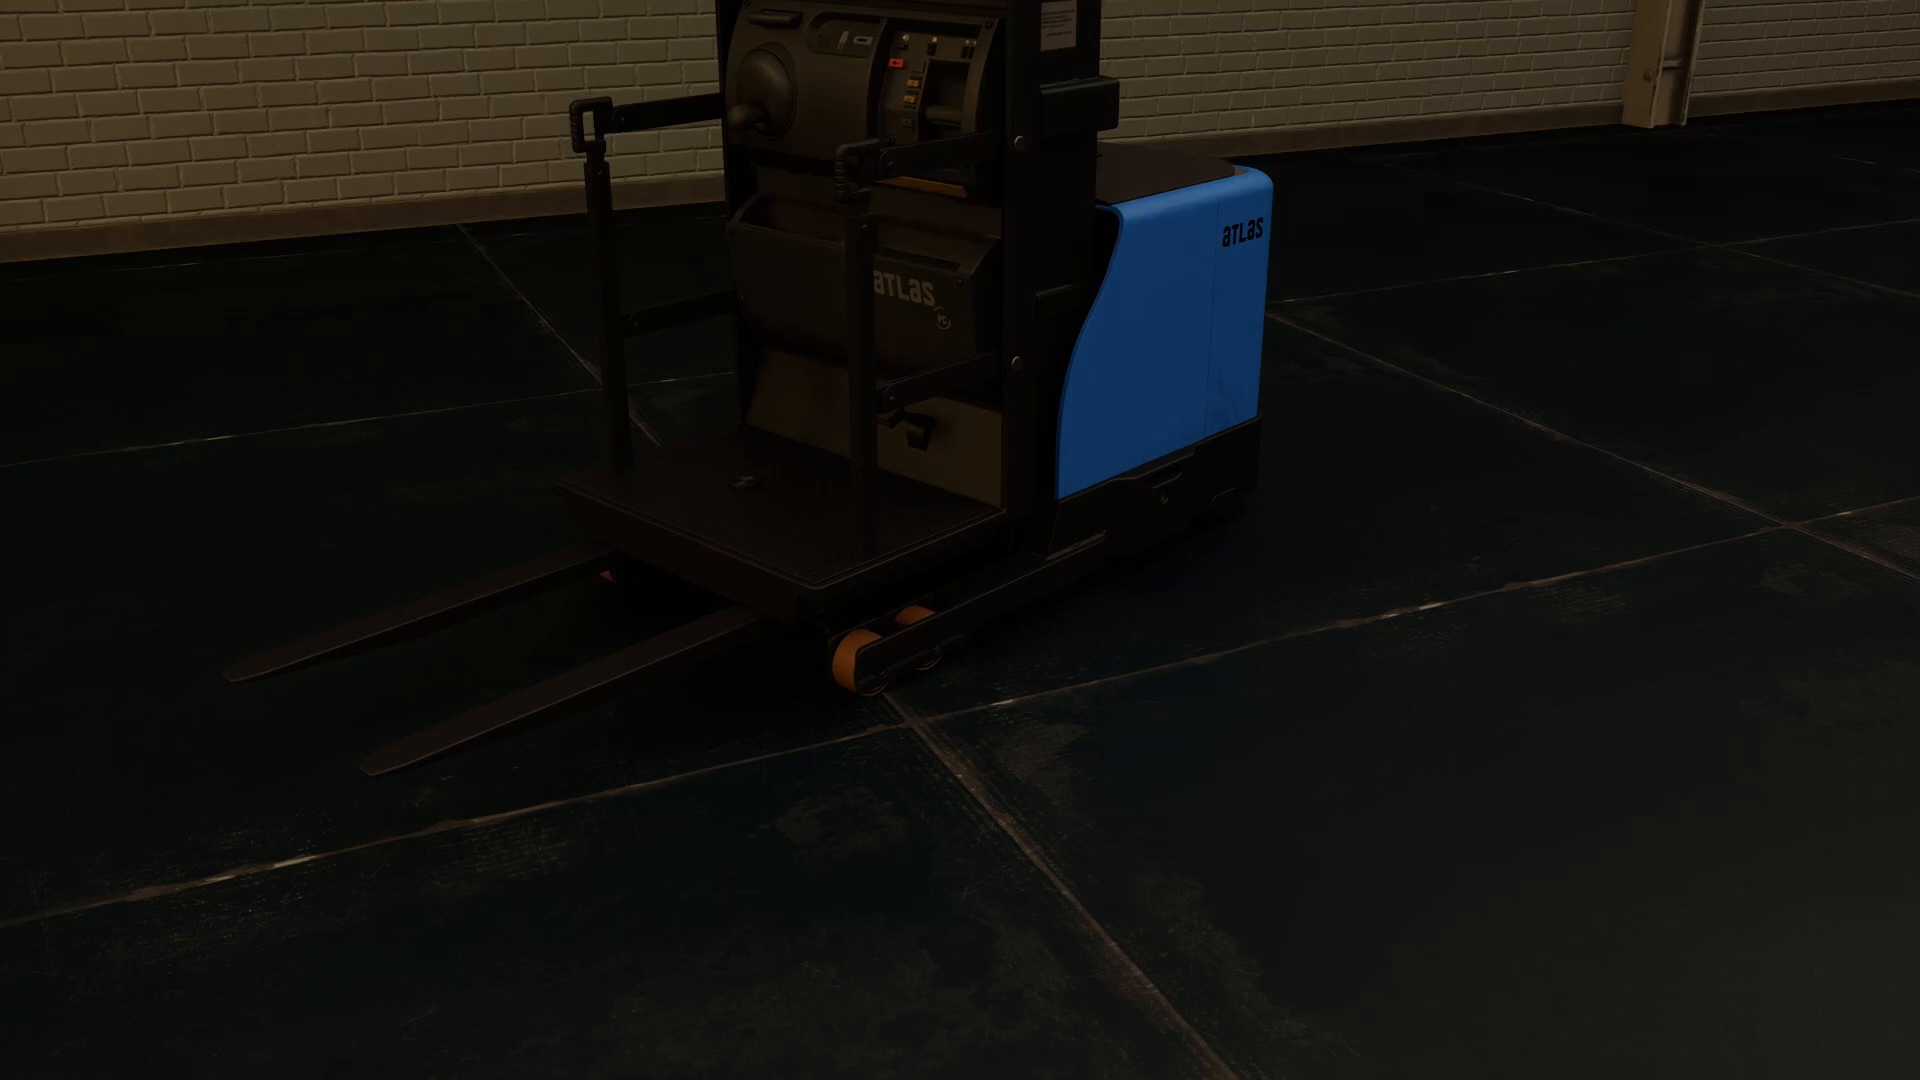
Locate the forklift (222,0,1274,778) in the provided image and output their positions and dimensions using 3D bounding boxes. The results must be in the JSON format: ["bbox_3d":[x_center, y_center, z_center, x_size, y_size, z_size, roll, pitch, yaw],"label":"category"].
[{"bbox_3d":[-0.413,-1.182,4.131,1.130,2.935,3.031,19,29,39],"label":"forklift"}]
